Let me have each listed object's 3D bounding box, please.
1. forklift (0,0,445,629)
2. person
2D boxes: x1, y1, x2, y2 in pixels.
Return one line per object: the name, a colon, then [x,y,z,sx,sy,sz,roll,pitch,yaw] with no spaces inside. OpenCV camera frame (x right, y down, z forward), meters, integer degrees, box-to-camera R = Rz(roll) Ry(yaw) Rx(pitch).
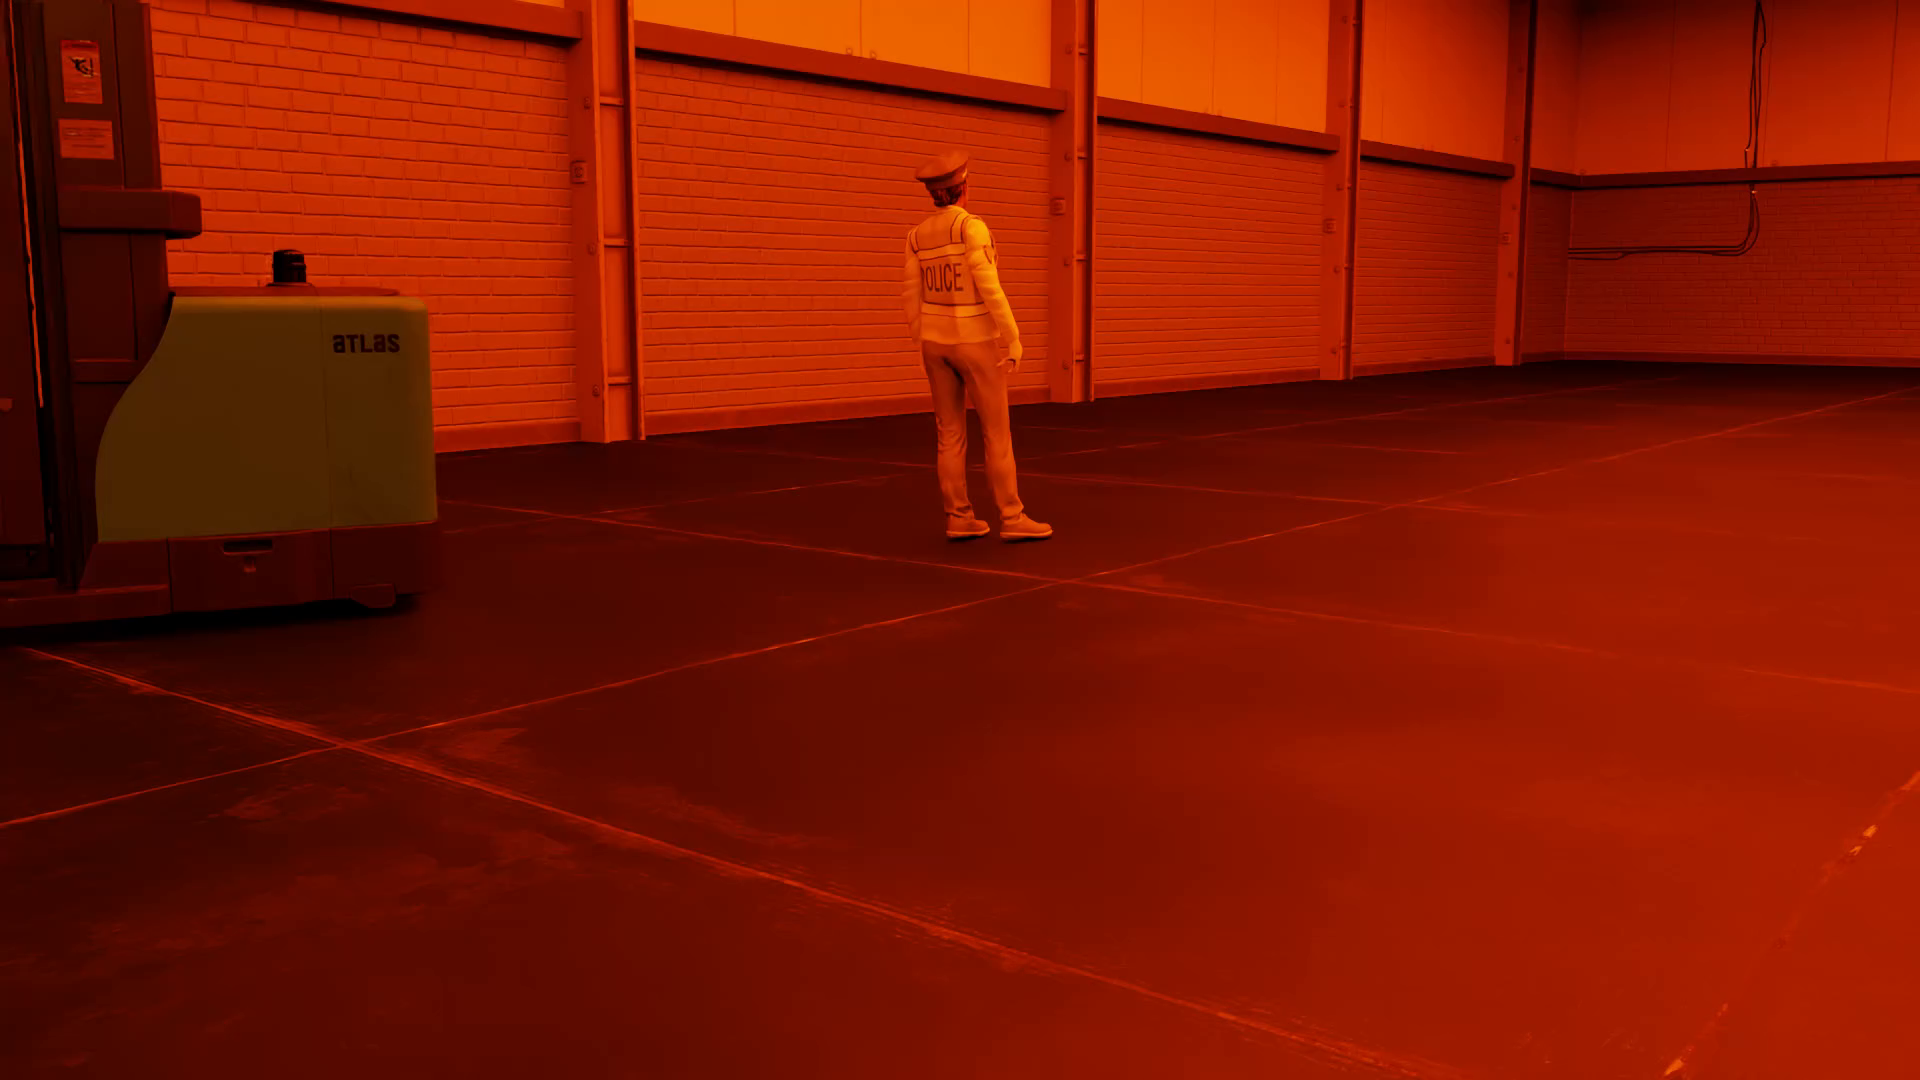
forklift: [-3.335,-1.168,5.264,3.031,2.935,1.130,-4,9,-28]
person: [0.049,-0.853,7.330,0.586,1.694,0.530,7,11,38]
